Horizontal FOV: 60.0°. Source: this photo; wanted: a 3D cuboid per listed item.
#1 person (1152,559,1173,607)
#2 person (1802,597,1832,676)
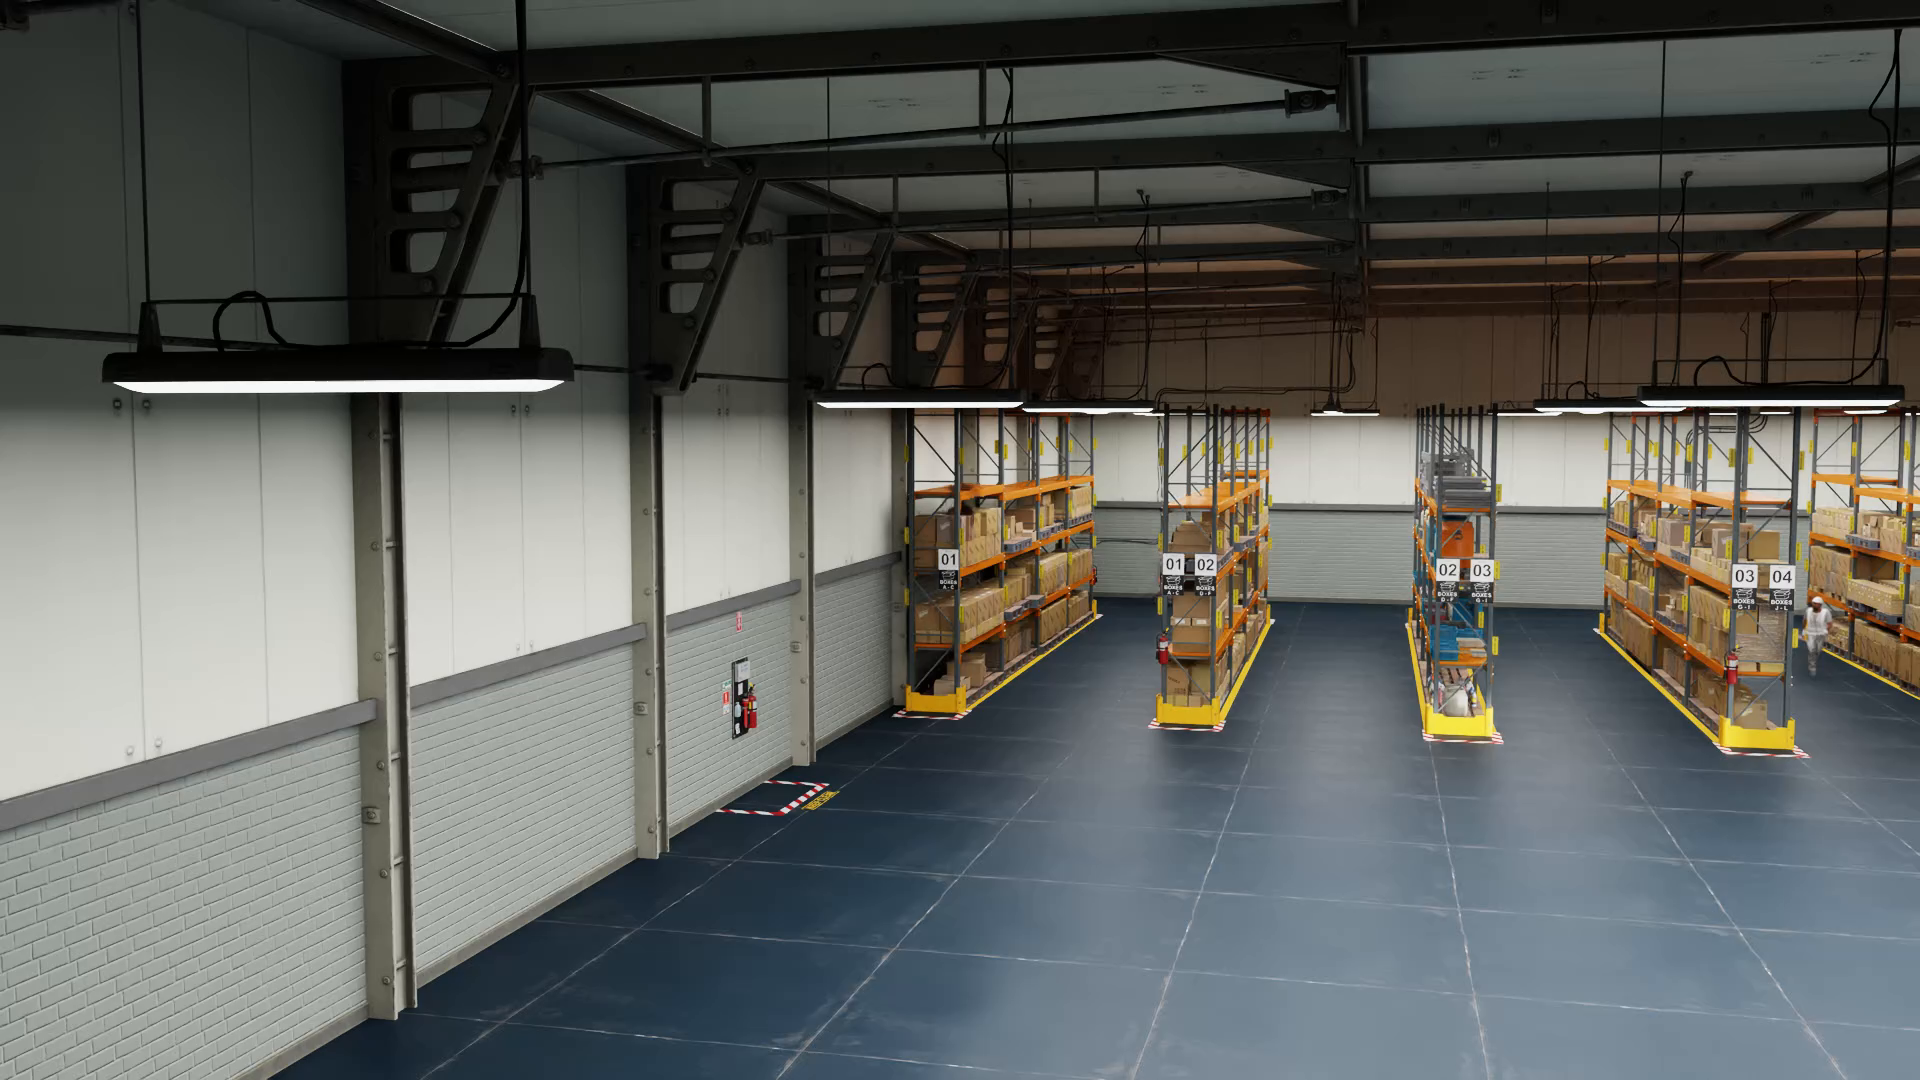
[{"bbox_3d":[6.259,1.182,50.666,0.583,1.690,0.731,-3,5,-39],"label":"person"},{"bbox_3d":[19.276,2.167,37.376,0.513,1.807,0.885,1,4,14],"label":"person"}]
